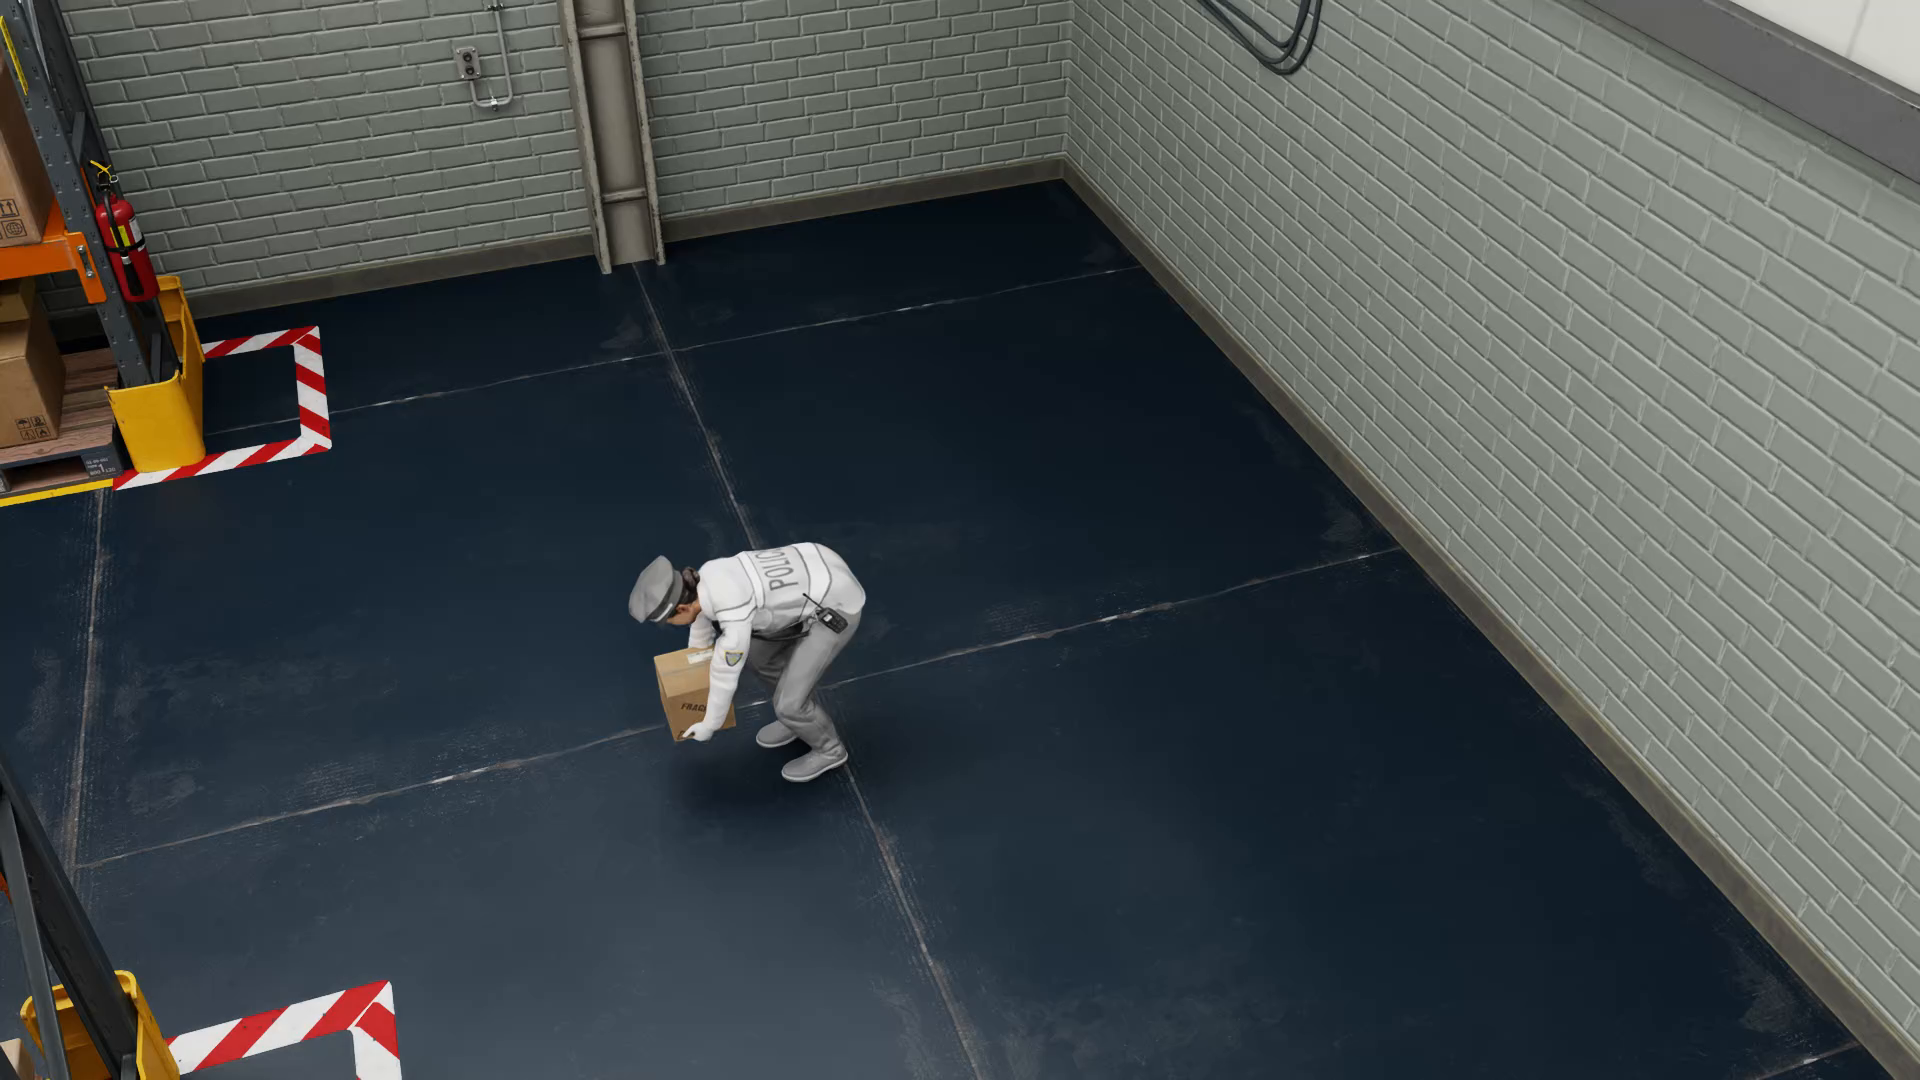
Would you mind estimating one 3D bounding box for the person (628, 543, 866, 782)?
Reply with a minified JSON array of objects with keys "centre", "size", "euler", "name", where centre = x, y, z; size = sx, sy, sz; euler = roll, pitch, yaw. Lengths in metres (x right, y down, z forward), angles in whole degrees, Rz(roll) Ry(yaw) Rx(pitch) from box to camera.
[{"centre":[-0.818,0.476,6.595],"size":[0.915,1.148,0.434],"euler":[-14,40,-18],"name":"person"}]
